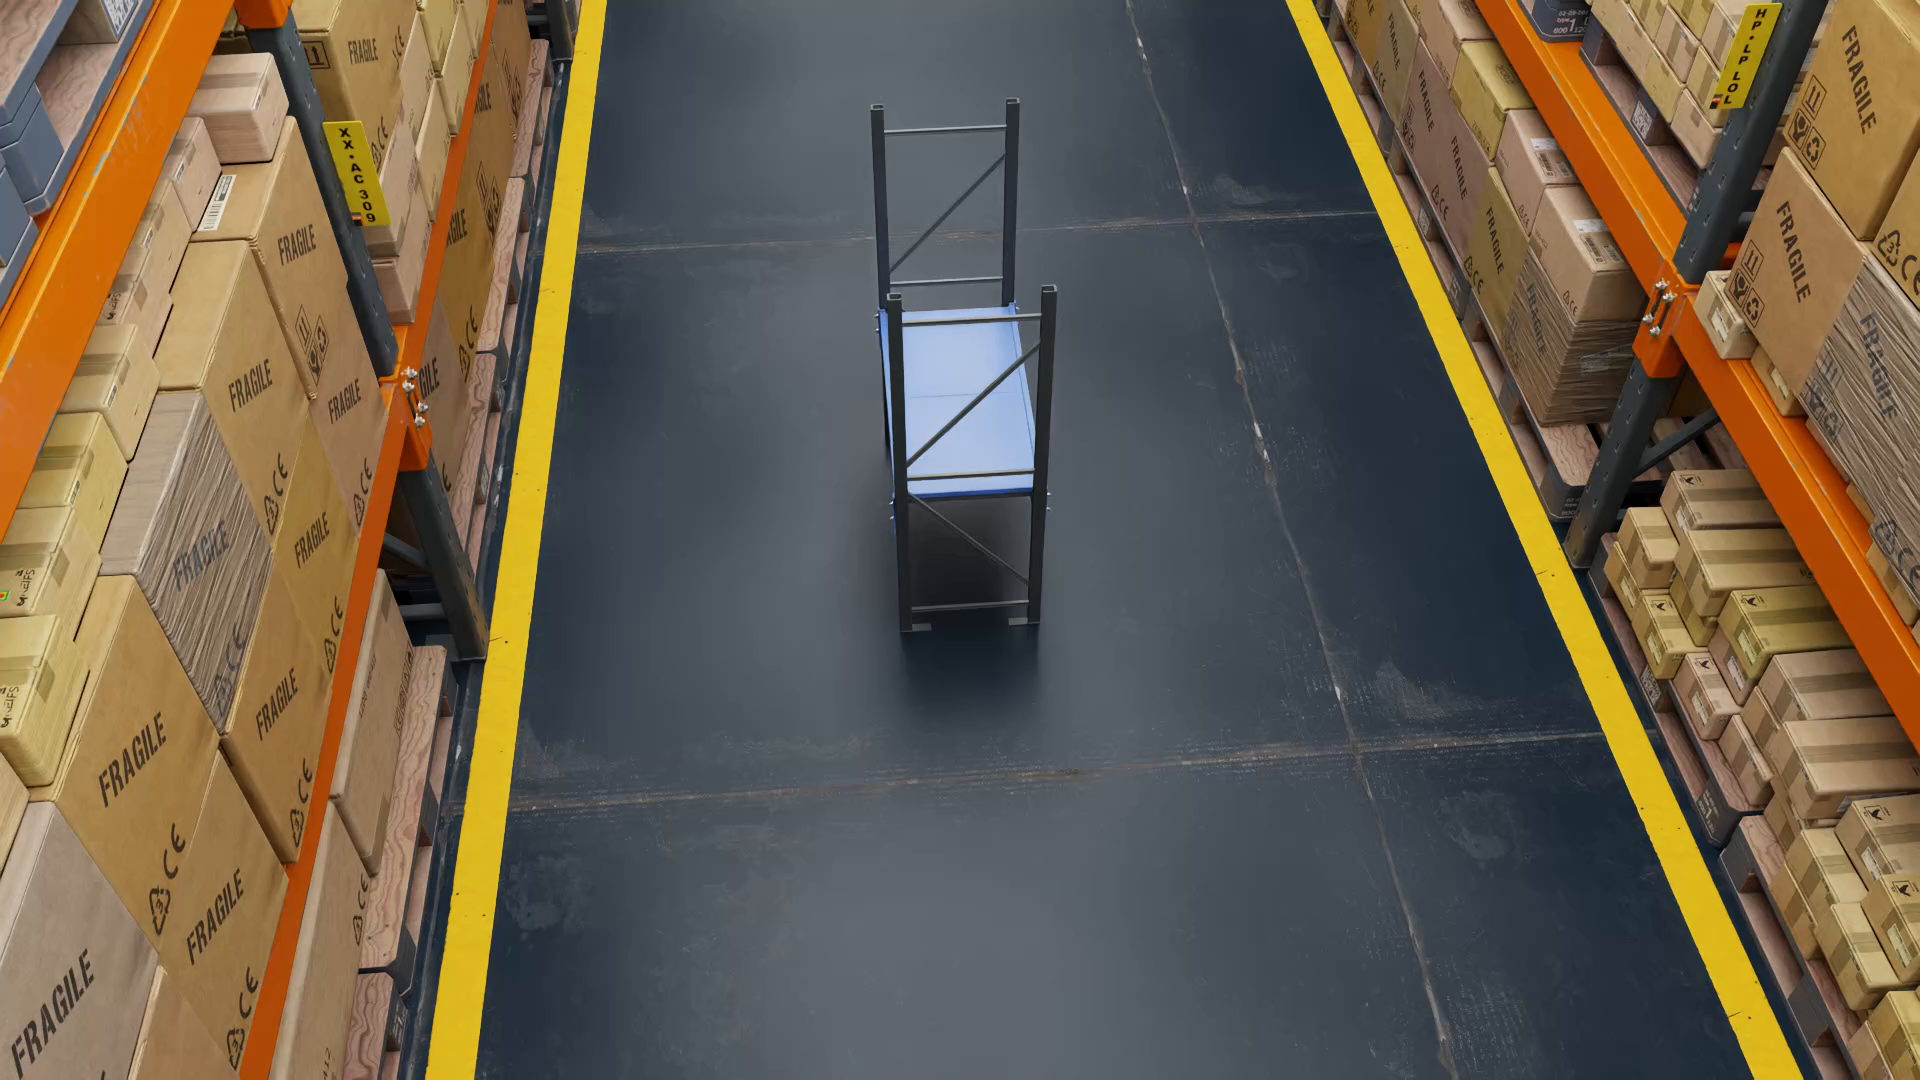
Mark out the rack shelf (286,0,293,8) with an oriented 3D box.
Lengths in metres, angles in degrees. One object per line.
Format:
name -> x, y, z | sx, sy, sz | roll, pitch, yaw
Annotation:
rack shelf -> -2.335, -2.851, 5.313 | 1.077, 0.370, 4.000 | -3, 47, -3

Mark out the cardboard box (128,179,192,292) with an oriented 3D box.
cardboard box -> -1.900, -0.639, 3.585 | 0.380, 0.149, 0.250 | -3, 47, -3

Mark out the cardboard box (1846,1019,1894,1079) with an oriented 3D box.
cardboard box -> 2.660, 1.434, 4.500 | 0.380, 0.149, 0.250 | -3, 47, -3

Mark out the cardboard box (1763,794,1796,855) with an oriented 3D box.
cardboard box -> 2.690, 0.868, 5.037 | 0.380, 0.149, 0.250 | -5, 47, -5

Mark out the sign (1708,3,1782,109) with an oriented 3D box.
sign -> 2.203, -1.355, 4.670 | 0.100, 0.325, 0.005 | -3, 47, -3

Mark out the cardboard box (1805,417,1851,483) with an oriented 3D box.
cardboard box -> 2.624, -0.310, 4.651 | 0.380, 0.149, 0.250 | -5, 47, -5

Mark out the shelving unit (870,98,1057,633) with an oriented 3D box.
shelving unit -> -0.007, -0.577, 5.764 | 0.538, 1.500, 1.048 | -3, 47, -3

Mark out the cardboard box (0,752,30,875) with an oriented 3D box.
cardboard box -> -1.681, 0.460, 2.544 | 0.380, 0.149, 0.250 | -3, 47, -3

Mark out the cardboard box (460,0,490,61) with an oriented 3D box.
cardboard box -> -2.046, -2.011, 6.192 | 0.500, 0.250, 0.500 | -4, 47, -4

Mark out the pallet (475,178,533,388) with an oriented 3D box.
pallet -> -2.413, -1.099, 7.146 | 1.003, 0.211, 1.213 | -3, 47, -3

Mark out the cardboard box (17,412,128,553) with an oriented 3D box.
cardboard box -> -1.781, -0.089, 3.064 | 0.380, 0.149, 0.250 | -4, 47, -4

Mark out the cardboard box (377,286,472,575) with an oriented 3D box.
cardboard box -> -2.300, -0.477, 5.810 | 0.875, 0.875, 0.875 | -2, 47, -2

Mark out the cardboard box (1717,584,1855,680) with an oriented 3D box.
cardboard box -> 2.613, 0.283, 5.181 | 0.380, 0.149, 0.250 | -4, 47, -4

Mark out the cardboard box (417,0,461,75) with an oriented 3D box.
cardboard box -> -2.011, -1.818, 5.664 | 0.500, 0.250, 0.500 | -3, 47, -3

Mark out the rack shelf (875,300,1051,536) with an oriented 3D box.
rack shelf -> -0.007, -0.454, 5.895 | 0.538, 0.185, 1.000 | -3, 47, -3

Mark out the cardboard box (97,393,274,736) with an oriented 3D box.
cardboard box -> -1.767, 0.062, 3.368 | 0.500, 0.500, 0.500 | -3, 47, -3

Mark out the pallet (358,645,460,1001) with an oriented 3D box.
pallet -> -2.182, 0.894, 5.258 | 1.003, 0.211, 1.213 | -3, 47, -3

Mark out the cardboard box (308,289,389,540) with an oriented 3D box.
cardboard box -> -1.874, -0.334, 4.431 | 0.500, 0.500, 0.500 | -3, 47, -3

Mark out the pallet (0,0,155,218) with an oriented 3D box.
pallet -> -2.110, -1.028, 3.153 | 1.003, 0.211, 1.213 | -3, 47, -3

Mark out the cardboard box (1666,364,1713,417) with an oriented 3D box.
cardboard box -> 2.959, -0.829, 6.402 | 0.500, 0.500, 0.500 | -2, 47, -2

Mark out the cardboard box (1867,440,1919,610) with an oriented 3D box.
cardboard box -> 2.601, -0.032, 3.941 | 0.500, 0.500, 0.500 | -4, 47, -4

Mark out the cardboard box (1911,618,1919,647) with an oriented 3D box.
cardboard box -> 2.613, 0.268, 4.104 | 0.380, 0.149, 0.250 | -2, 47, -2

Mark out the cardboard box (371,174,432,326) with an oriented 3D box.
cardboard box -> -1.942, -0.902, 5.142 | 0.500, 0.250, 0.500 | -4, 47, -4

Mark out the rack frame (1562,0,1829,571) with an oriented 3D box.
rack frame -> 2.756, -0.994, 5.125 | 1.000, 3.000, 0.127 | -3, 47, -3

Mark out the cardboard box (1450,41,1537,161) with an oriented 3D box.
cardboard box -> 2.354, -1.814, 6.818 | 0.500, 0.250, 0.500 | -5, 47, -5

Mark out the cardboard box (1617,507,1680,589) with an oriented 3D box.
cardboard box -> 2.468, 0.022, 5.633 | 0.380, 0.149, 0.250 | -2, 47, -1

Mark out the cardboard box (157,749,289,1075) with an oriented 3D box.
cardboard box -> -1.741, 0.781, 3.376 | 0.500, 0.500, 0.500 | -2, 47, -2

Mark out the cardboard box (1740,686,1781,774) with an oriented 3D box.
cardboard box -> 2.654, 0.569, 5.115 | 0.380, 0.149, 0.250 | -6, 47, -5

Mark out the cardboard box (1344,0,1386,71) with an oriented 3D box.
cardboard box -> 2.226, -2.645, 8.122 | 0.500, 0.500, 0.500 | -5, 47, -5

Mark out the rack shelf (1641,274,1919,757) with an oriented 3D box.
rack shelf -> 2.924, 0.701, 4.016 | 1.077, 0.370, 4.000 | -3, 47, -3

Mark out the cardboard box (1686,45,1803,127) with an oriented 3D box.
cardboard box -> 2.526, -1.430, 5.217 | 0.380, 0.149, 0.250 | -2, 47, -2

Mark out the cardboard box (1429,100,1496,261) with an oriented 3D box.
cardboard box -> 2.362, -1.541, 7.076 | 0.500, 0.500, 0.500 | -4, 47, -4

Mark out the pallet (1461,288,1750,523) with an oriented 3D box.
pallet -> 2.690, -0.598, 6.671 | 1.003, 0.211, 1.213 | -3, 47, -3

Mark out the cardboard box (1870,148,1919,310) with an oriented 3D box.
cardboard box -> 2.610, -0.759, 3.940 | 0.500, 0.500, 0.500 | -5, 47, -4

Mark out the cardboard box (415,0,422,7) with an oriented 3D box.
cardboard box -> -2.028, -2.063, 5.380 | 0.500, 0.500, 0.500 | -5, 47, -4

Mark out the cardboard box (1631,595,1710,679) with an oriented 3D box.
cardboard box -> 2.489, 0.318, 5.557 | 0.380, 0.149, 0.250 | -2, 47, -2

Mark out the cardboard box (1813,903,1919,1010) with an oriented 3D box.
cardboard box -> 2.607, 1.136, 4.578 | 0.380, 0.149, 0.250 | -3, 47, -3

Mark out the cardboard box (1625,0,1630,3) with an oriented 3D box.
cardboard box -> 2.458, -1.998, 5.755 | 0.380, 0.149, 0.250 | -5, 47, -5

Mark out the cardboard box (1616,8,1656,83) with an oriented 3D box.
cardboard box -> 2.484, -1.695, 5.673 | 0.380, 0.149, 0.250 | -4, 47, -3

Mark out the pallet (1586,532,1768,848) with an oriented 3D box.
pallet -> 2.848, 0.449, 5.679 | 1.003, 0.211, 1.213 | -3, 47, -3

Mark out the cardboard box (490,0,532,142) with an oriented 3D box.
cardboard box -> -2.528, -2.423, 7.653 | 0.875, 0.875, 0.875 | -4, 47, -4

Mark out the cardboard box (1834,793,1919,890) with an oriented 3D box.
cardboard box -> 2.702, 0.851, 4.643 | 0.380, 0.149, 0.250 | -5, 47, -5
